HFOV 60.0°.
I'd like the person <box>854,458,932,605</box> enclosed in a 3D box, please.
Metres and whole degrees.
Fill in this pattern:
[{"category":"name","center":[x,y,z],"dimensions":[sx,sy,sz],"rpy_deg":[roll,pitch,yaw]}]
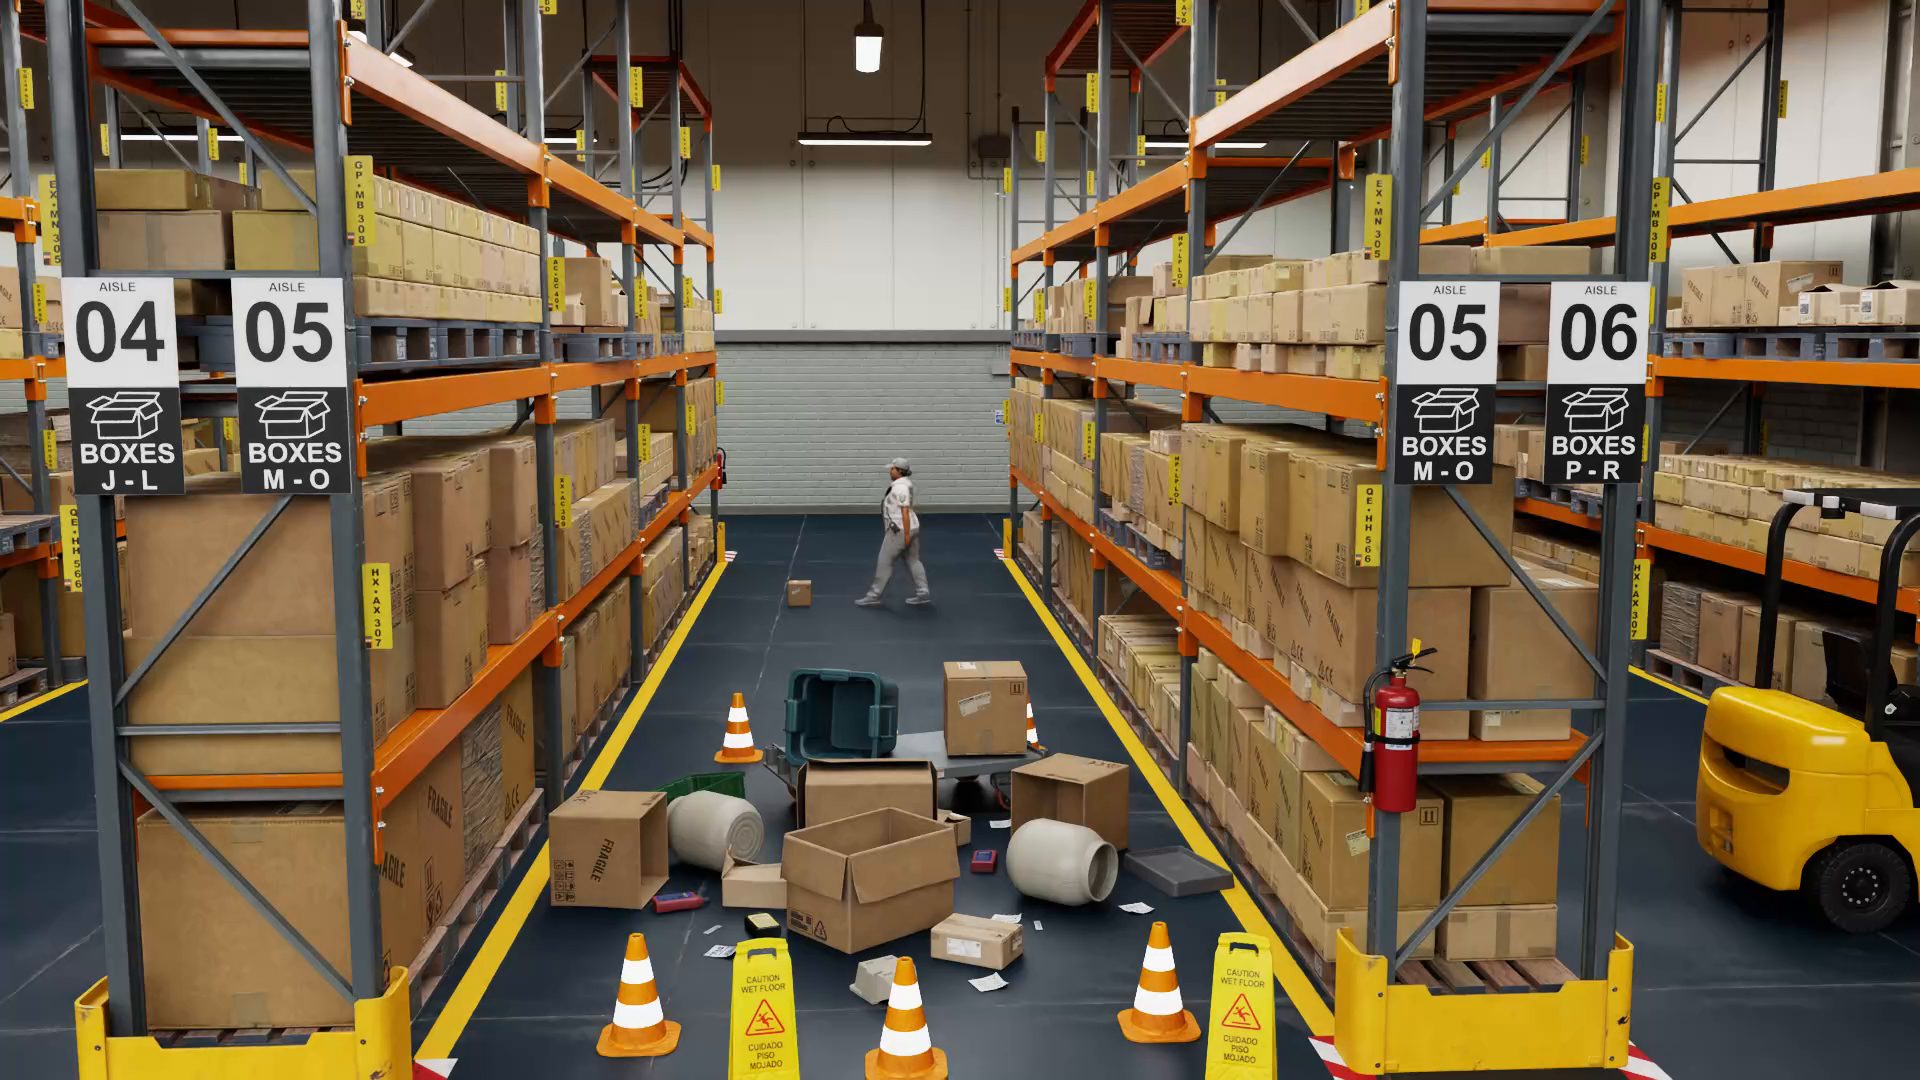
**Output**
[{"category":"person","center":[-0.728,-0.102,18.441],"dimensions":[0.828,1.628,0.495],"rpy_deg":[2,7,12]}]
